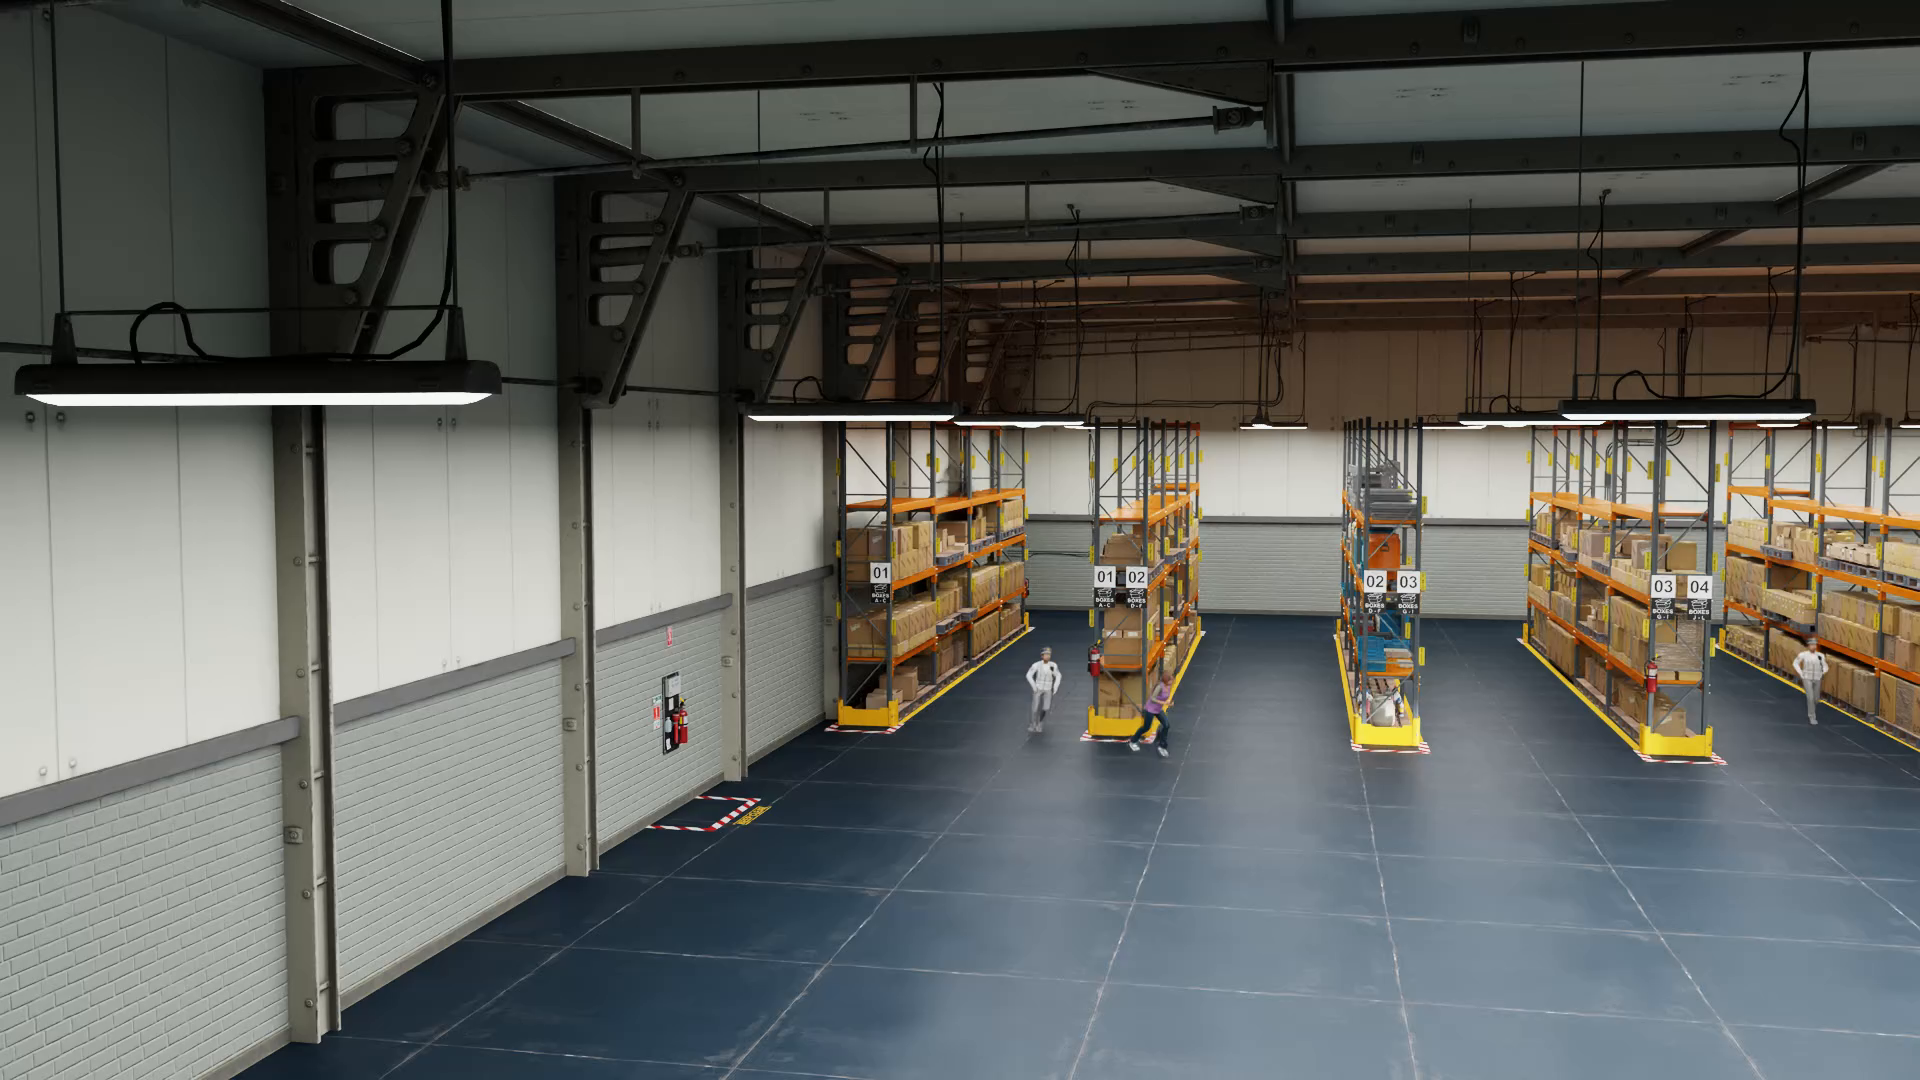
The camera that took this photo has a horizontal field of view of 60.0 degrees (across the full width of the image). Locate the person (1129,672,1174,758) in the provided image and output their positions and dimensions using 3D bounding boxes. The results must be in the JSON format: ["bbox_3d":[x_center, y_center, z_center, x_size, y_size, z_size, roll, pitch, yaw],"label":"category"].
[{"bbox_3d":[3.405,3.076,29.452,0.910,1.541,0.581,3,5,37],"label":"person"}]

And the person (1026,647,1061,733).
[{"bbox_3d":[1.592,2.850,31.567,0.674,1.637,0.573,0,4,-1],"label":"person"}]

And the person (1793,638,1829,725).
[{"bbox_3d":[16.761,2.753,32.750,0.627,1.683,0.745,1,4,13],"label":"person"}]
